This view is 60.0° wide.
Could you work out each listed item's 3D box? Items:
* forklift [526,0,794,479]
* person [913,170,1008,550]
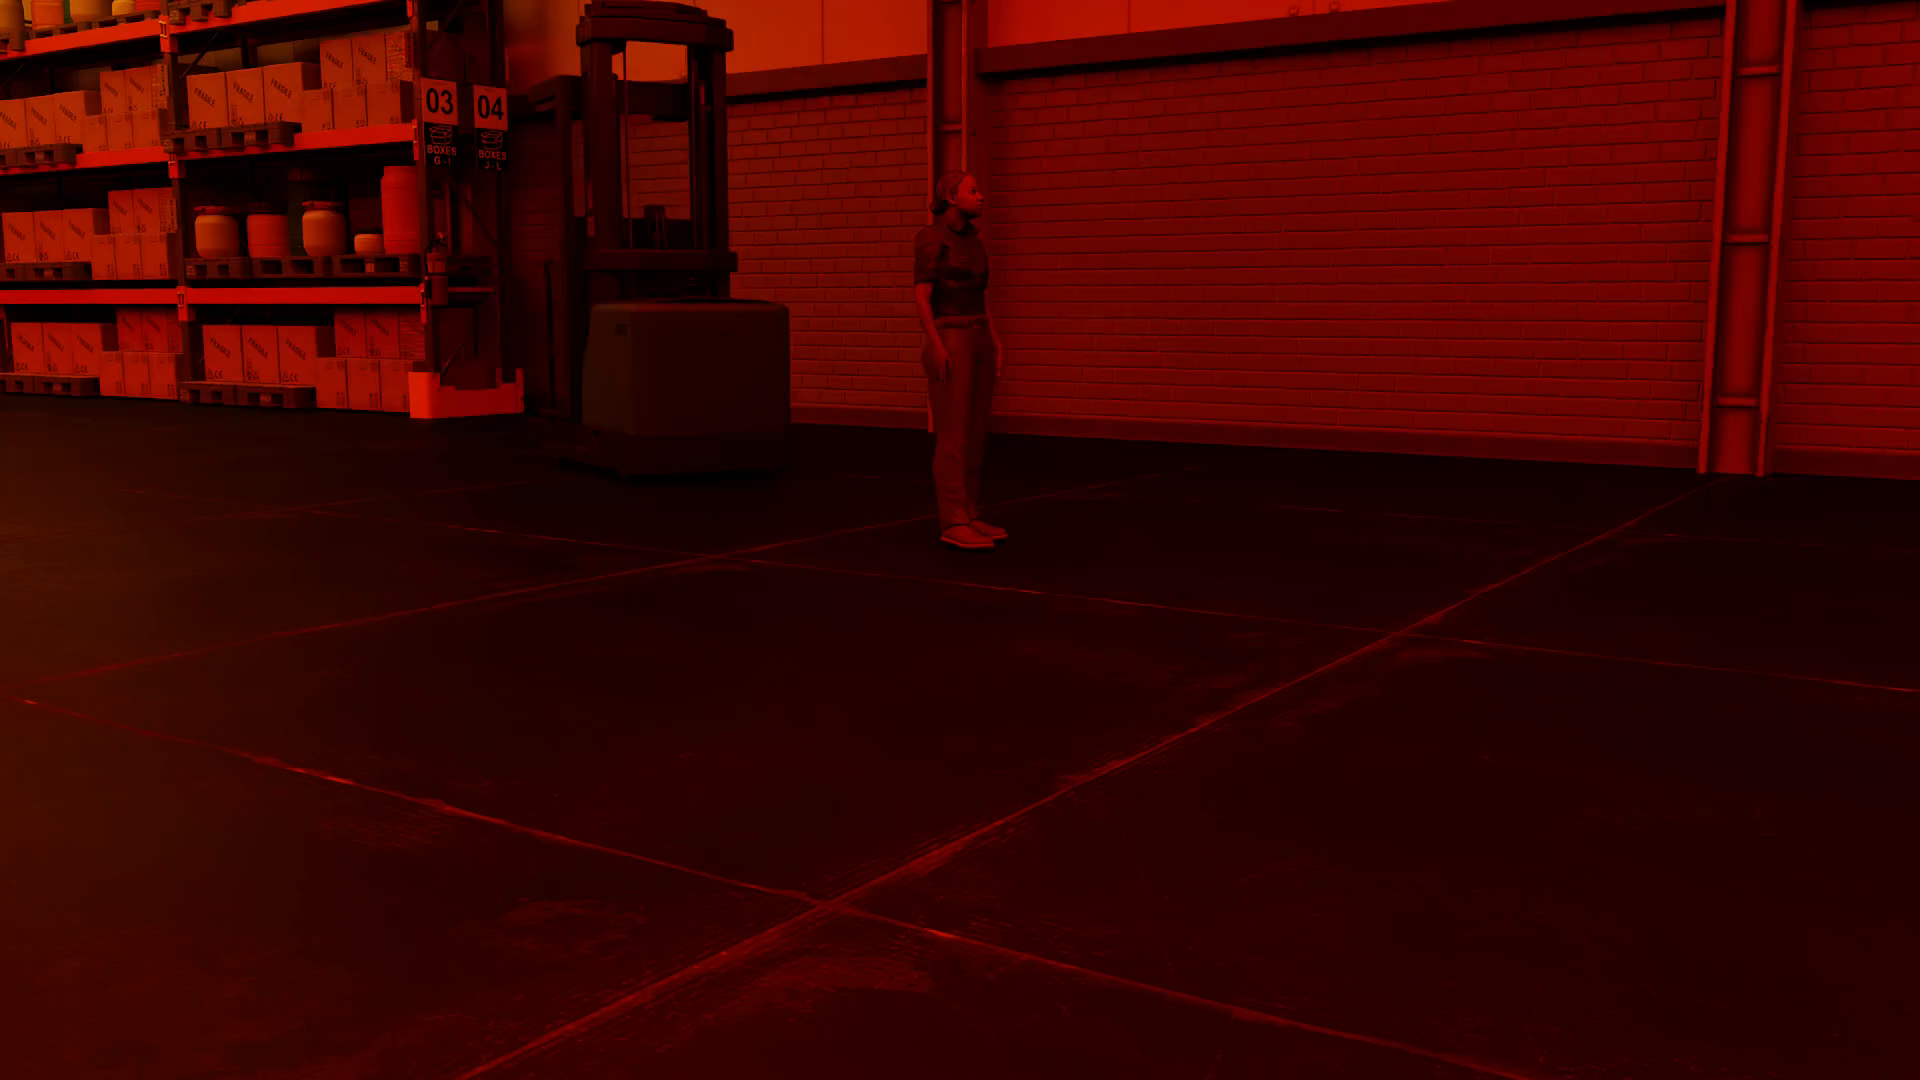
[{"bbox_3d":[-2.198,-1.980,11.120,1.130,2.935,3.031,-5,9,-29],"label":"forklift"},{"bbox_3d":[0.062,-0.817,7.422,0.503,1.656,0.570,5,10,34],"label":"person"}]
